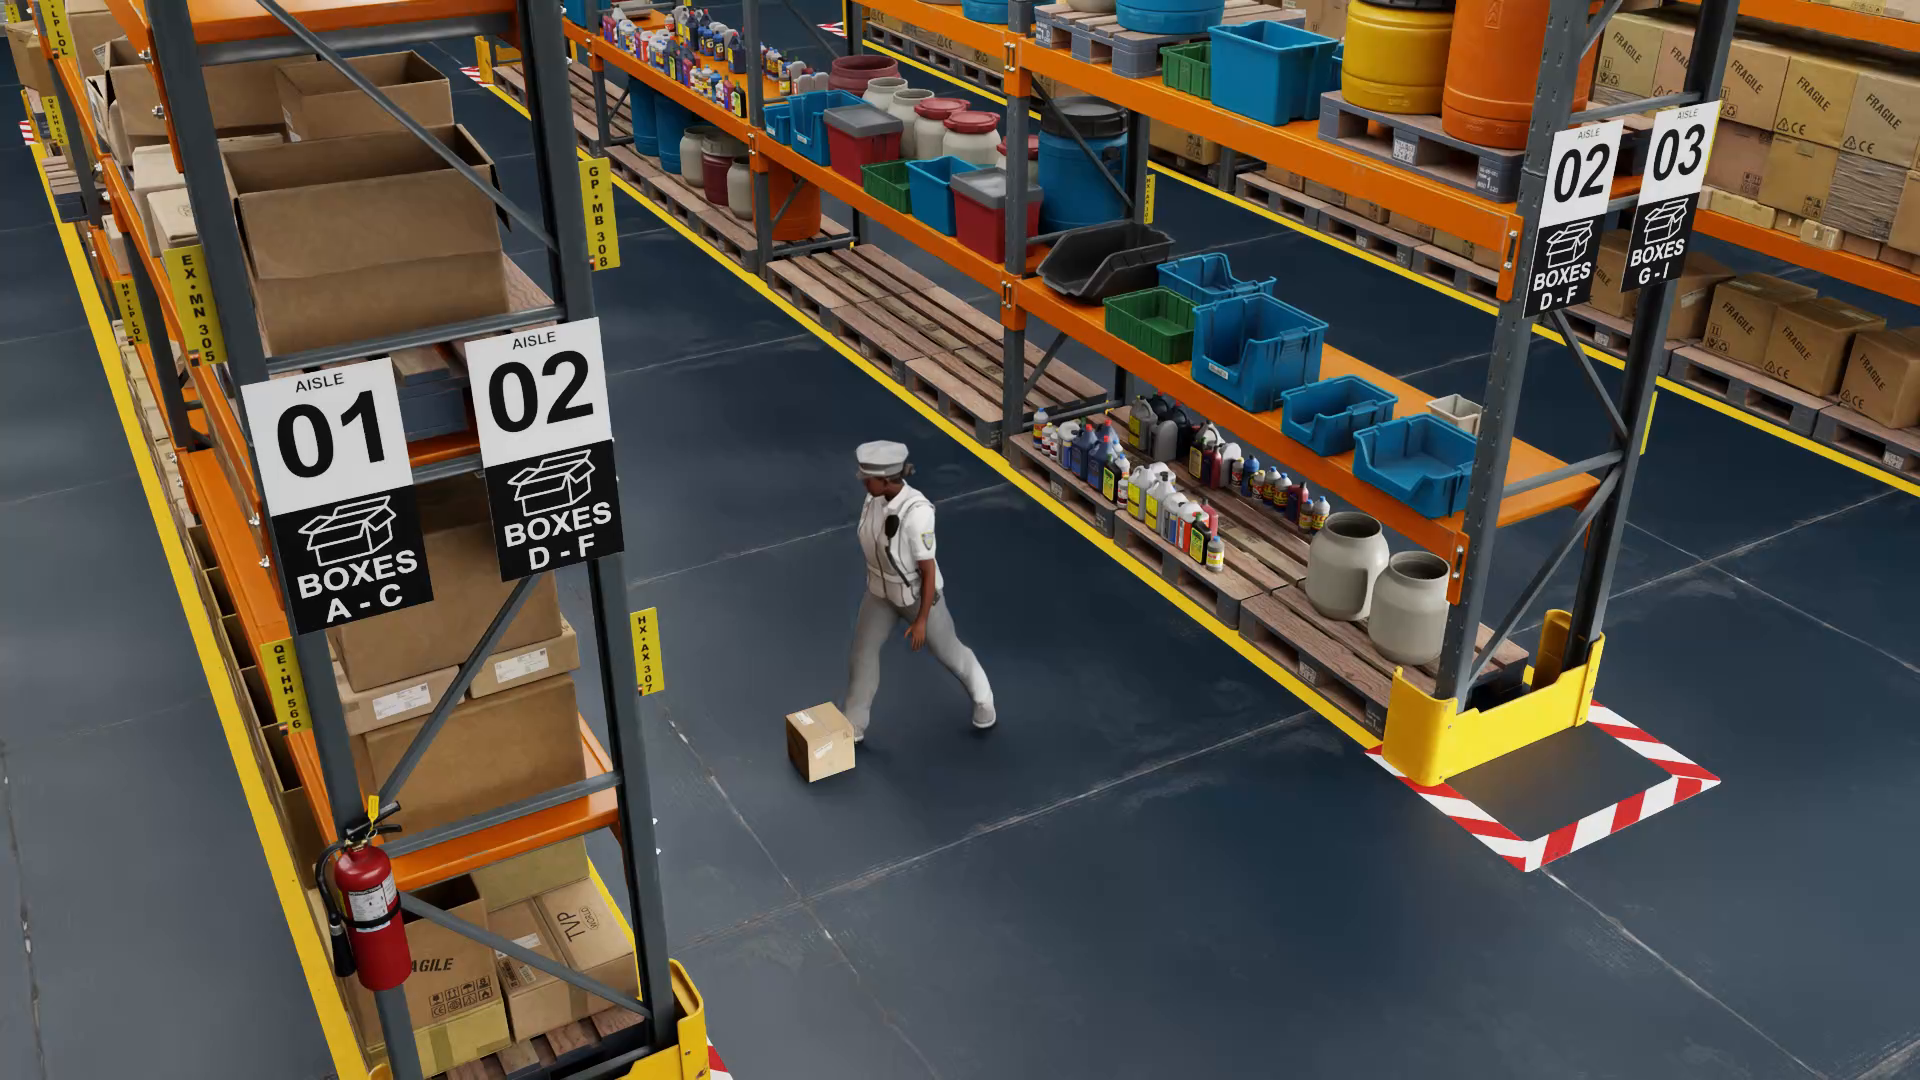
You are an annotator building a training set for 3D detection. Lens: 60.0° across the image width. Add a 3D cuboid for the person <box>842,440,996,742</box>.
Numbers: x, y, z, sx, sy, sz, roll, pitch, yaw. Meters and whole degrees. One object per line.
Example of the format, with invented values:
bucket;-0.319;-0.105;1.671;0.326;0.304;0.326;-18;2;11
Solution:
person;-0.244;0.279;8.066;0.606;1.619;0.912;23;36;35
